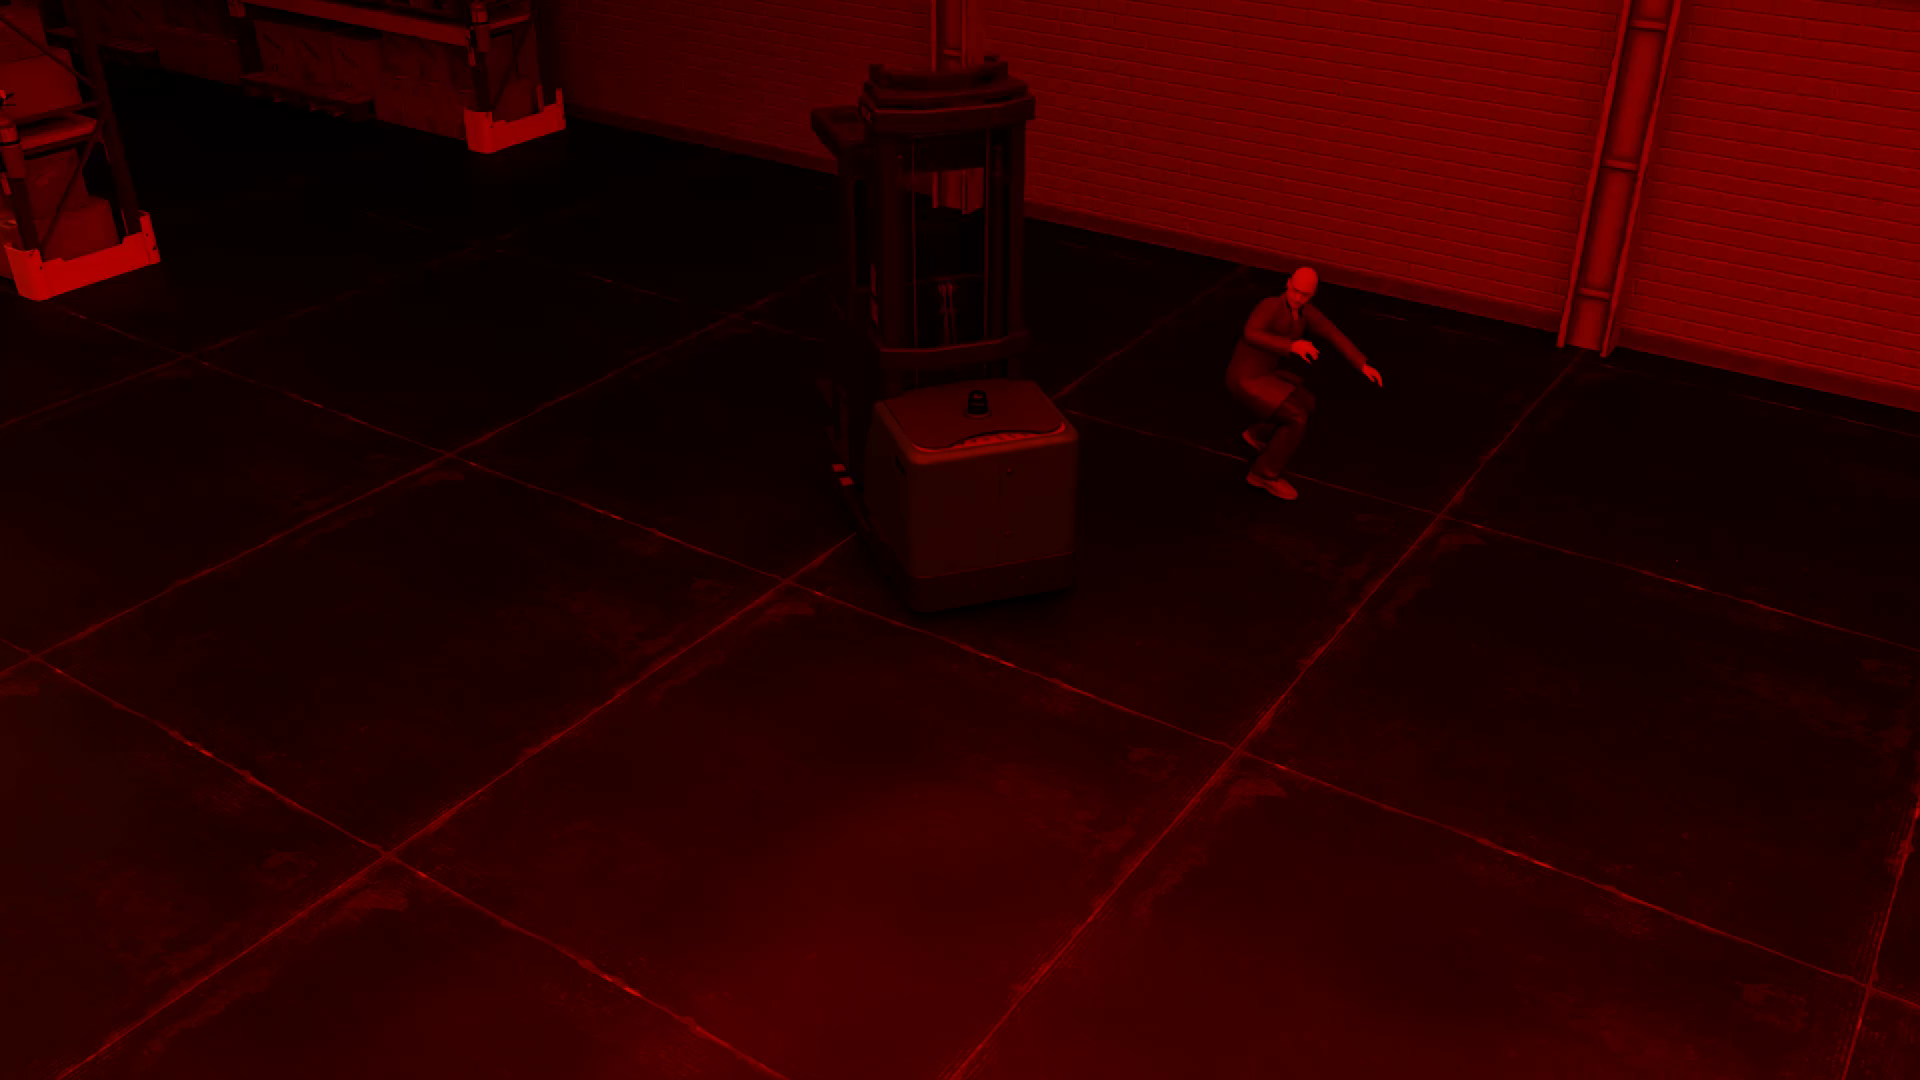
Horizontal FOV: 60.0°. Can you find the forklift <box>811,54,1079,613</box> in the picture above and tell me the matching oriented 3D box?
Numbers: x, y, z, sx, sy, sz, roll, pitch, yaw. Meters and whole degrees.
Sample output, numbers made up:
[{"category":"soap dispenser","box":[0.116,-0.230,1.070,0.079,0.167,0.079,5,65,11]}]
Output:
[{"category":"forklift","box":[-0.250,-1.574,10.291,1.130,2.935,3.031,-9,31,-16]}]

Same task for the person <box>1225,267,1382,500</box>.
[{"category":"person","box":[2.192,-1.015,10.797,0.948,1.518,0.854,15,33,24]}]
